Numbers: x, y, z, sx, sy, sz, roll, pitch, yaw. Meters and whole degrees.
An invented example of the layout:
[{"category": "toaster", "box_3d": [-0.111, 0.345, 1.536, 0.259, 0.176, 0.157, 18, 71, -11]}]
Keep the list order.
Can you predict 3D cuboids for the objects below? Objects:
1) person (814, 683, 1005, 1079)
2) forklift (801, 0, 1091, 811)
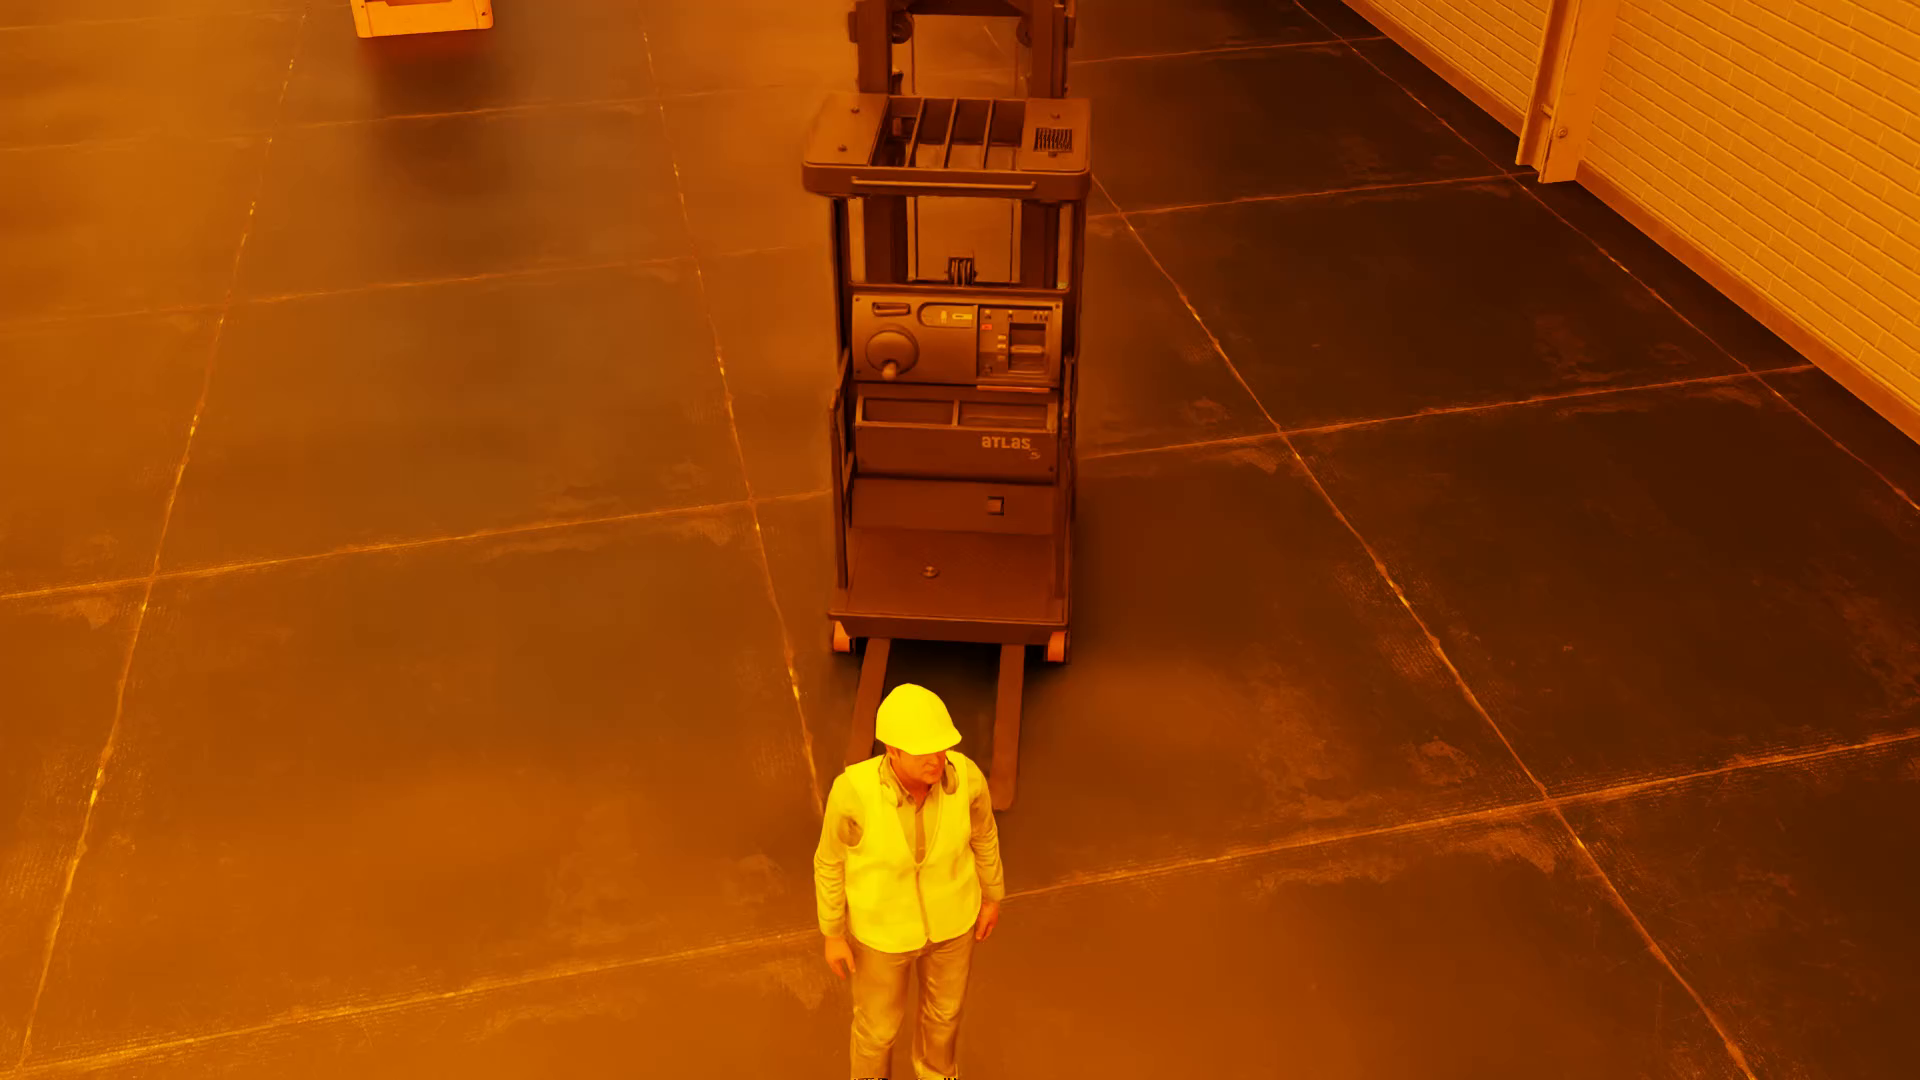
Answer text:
[{"category": "person", "box_3d": [-0.134, 1.244, 5.314, 0.619, 1.785, 0.528, -12, 37, -16]}, {"category": "forklift", "box_3d": [-0.027, -0.820, 7.190, 1.130, 2.935, 3.031, 2, 36, 3]}]
